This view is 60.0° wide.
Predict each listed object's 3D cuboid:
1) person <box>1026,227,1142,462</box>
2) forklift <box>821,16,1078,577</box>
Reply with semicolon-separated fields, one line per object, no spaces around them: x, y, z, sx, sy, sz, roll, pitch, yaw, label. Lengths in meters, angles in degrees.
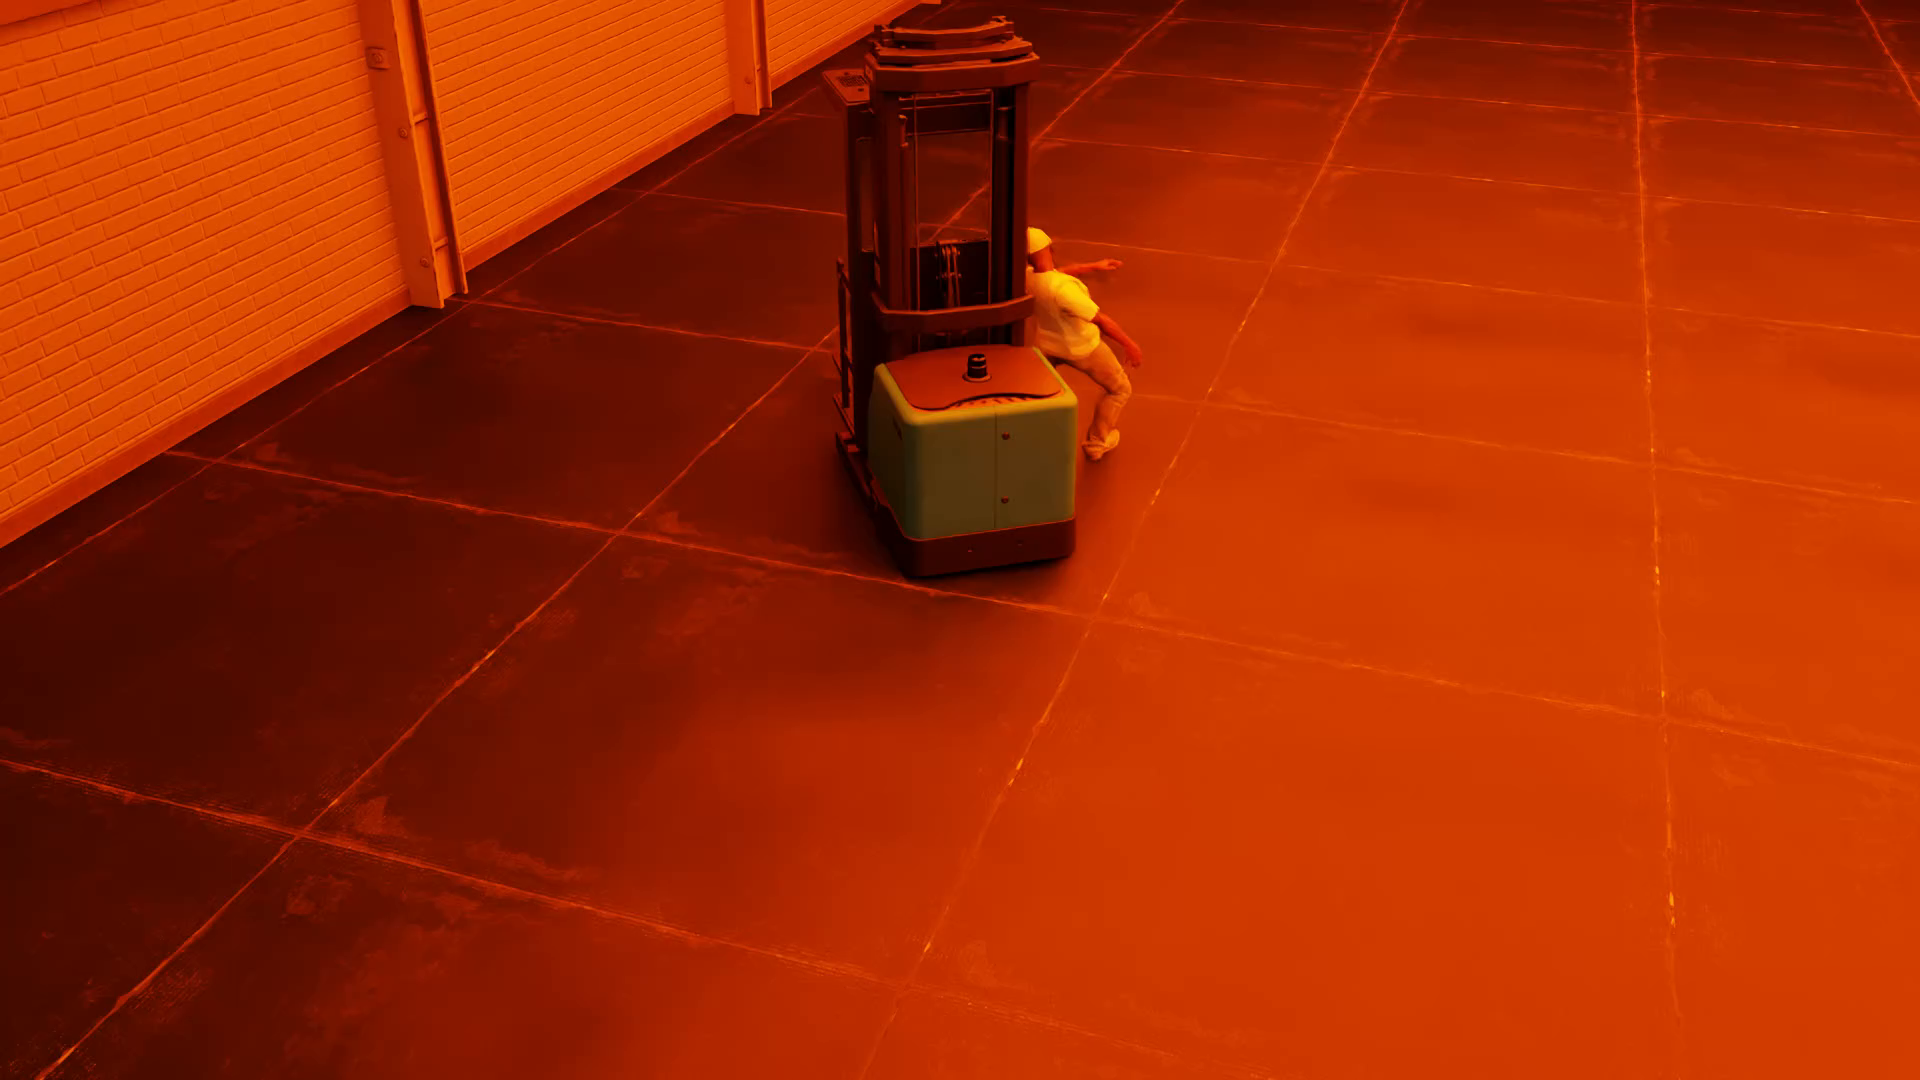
0.771;-1.246;10.674;0.899;1.594;0.851;19;35;30;person
-0.201;-1.779;10.258;1.130;2.935;3.031;-8;31;-13;forklift
